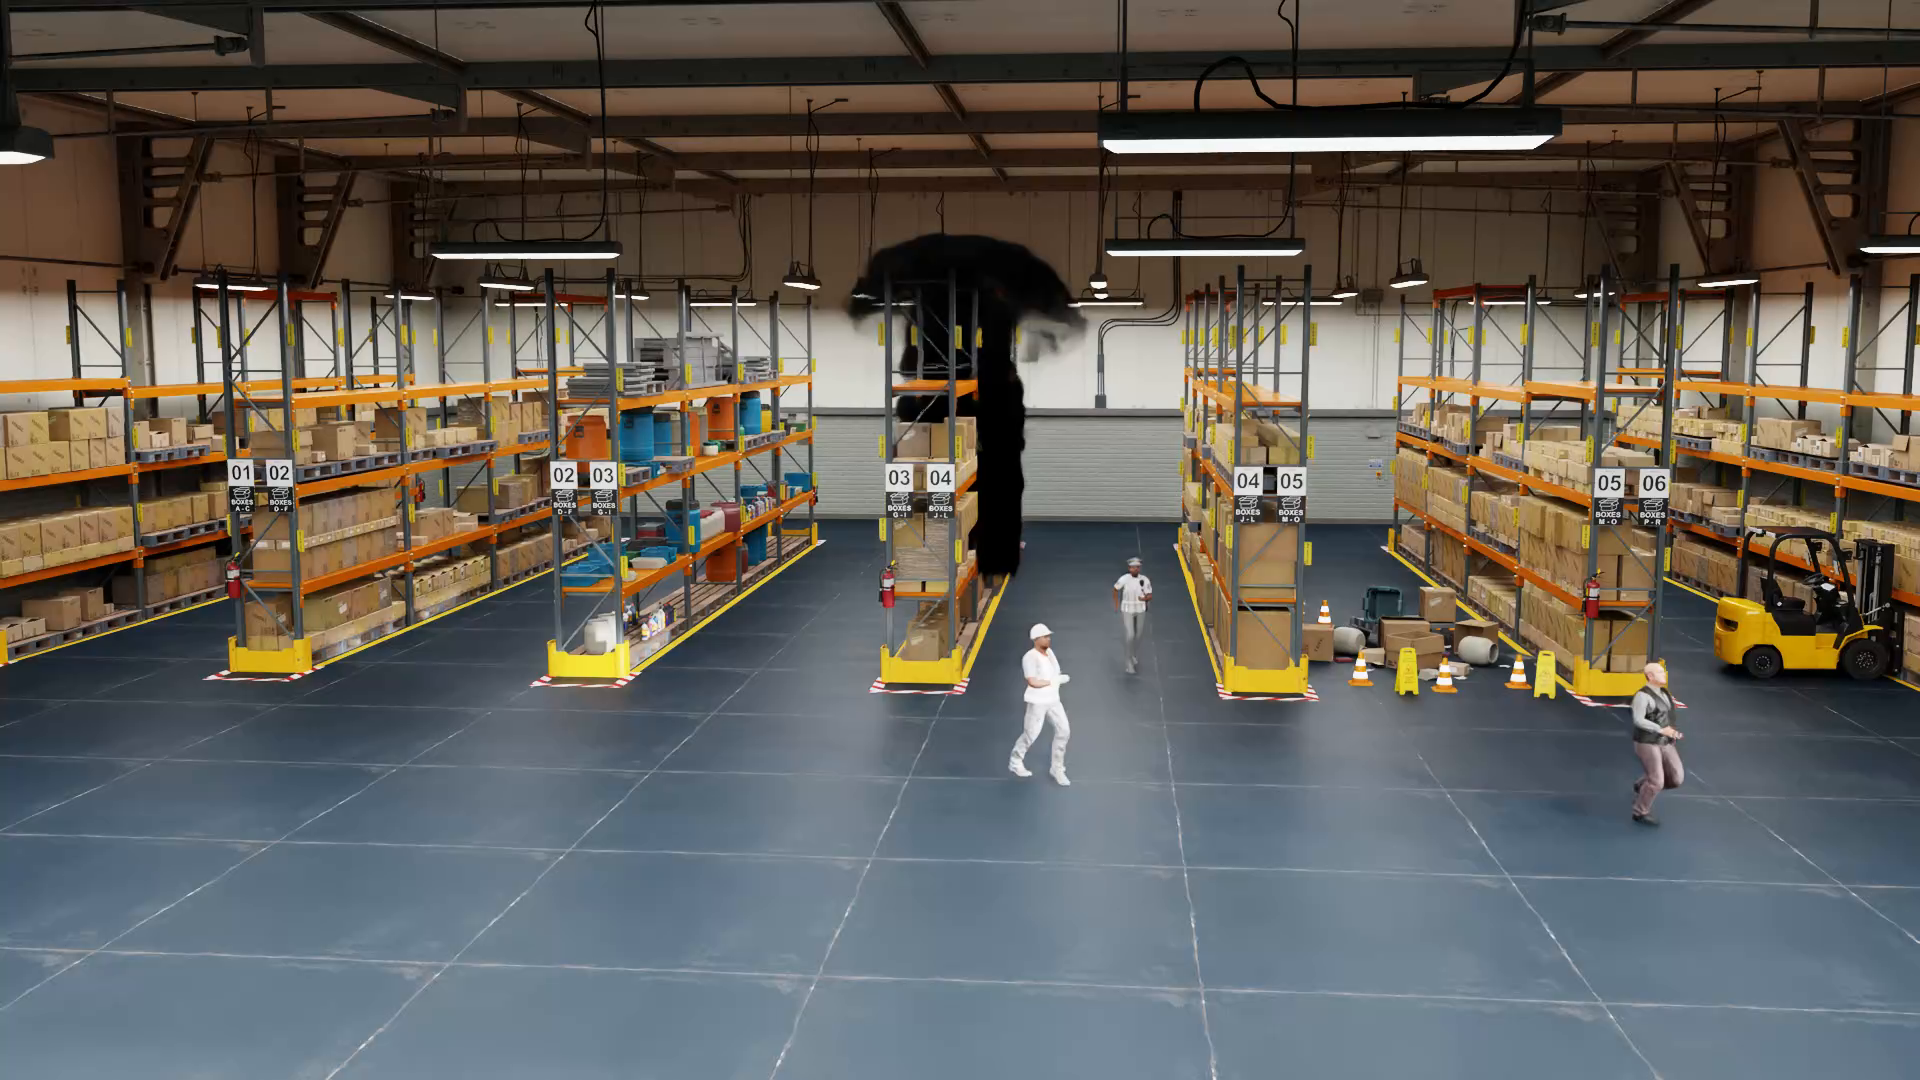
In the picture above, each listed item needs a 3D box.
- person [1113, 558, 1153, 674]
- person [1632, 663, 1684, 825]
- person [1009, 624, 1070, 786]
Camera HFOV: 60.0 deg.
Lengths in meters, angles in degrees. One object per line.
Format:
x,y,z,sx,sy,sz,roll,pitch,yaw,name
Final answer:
2.615,1.126,25.111,0.555,1.753,0.764,-1,7,-7,person
7.185,2.100,17.131,0.655,1.680,0.571,-5,9,-38,person
0.920,1.854,18.693,0.785,1.846,0.661,5,9,37,person
